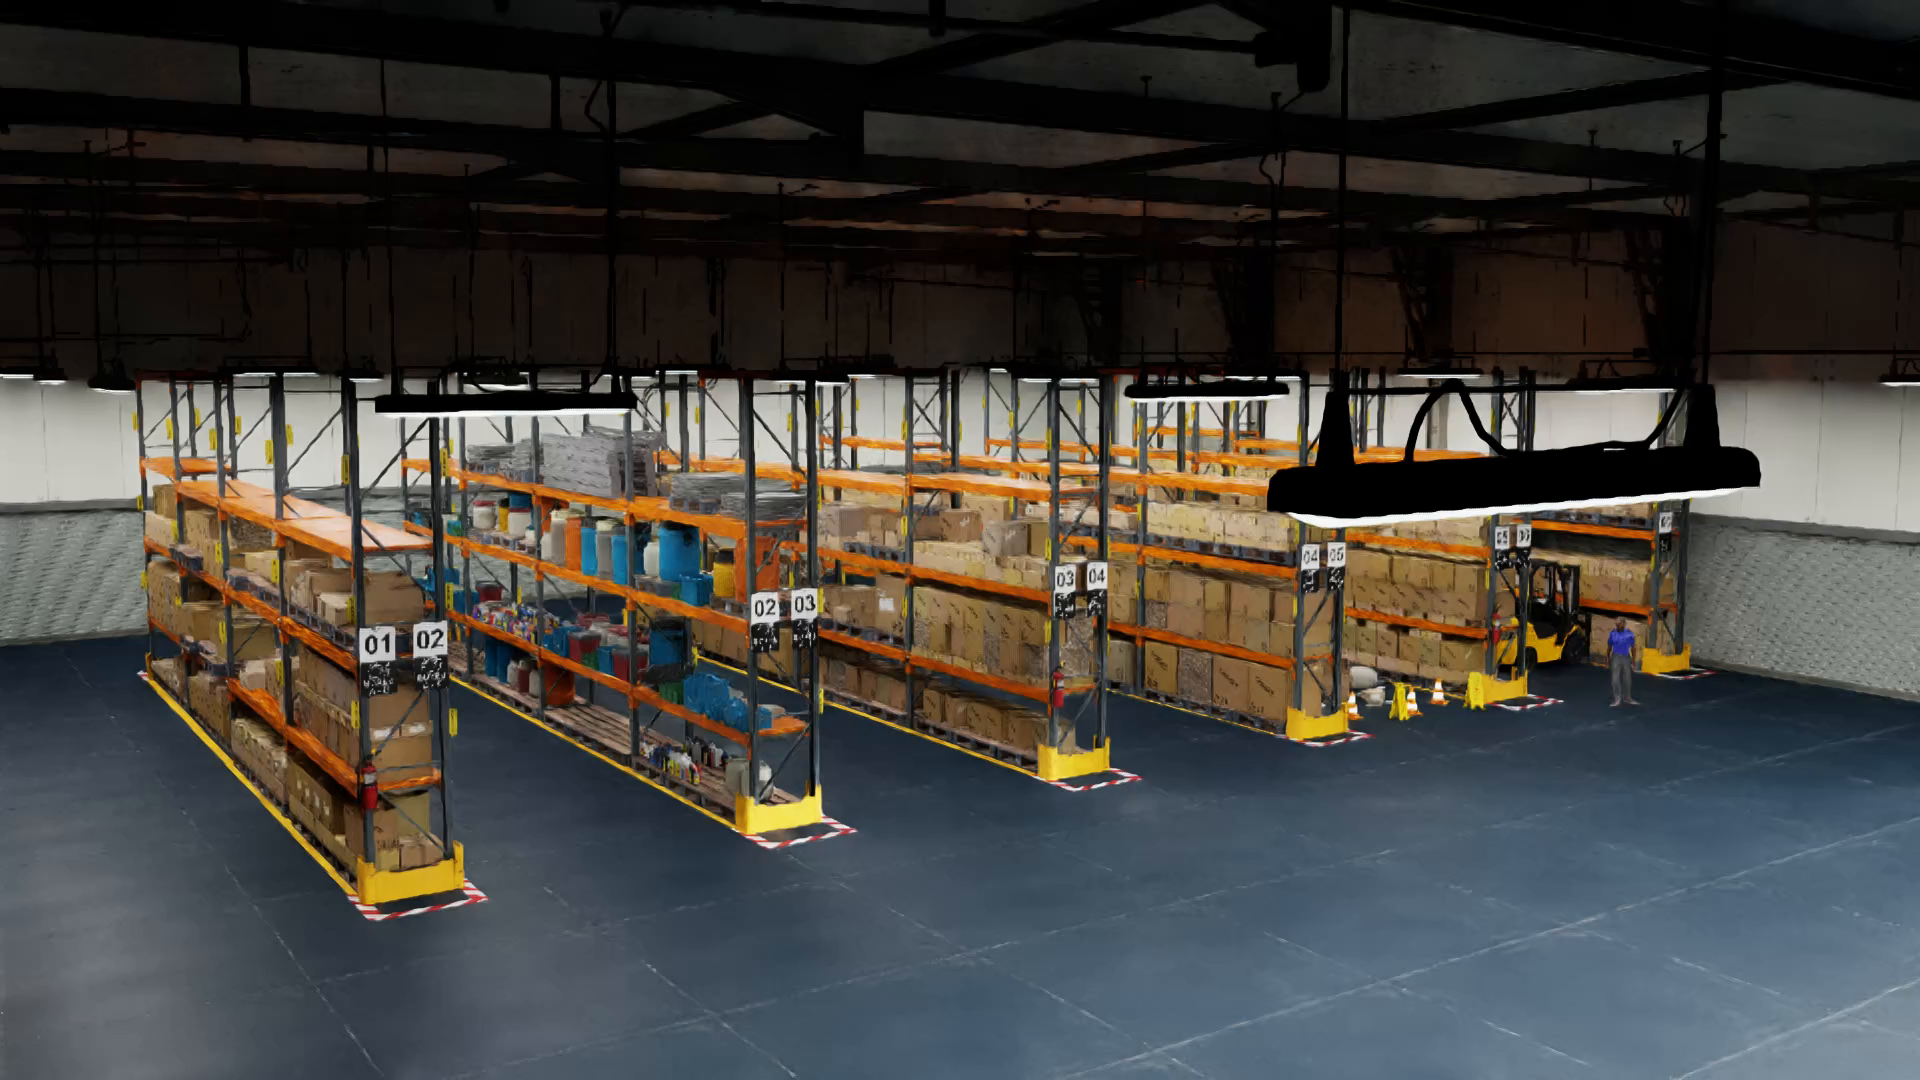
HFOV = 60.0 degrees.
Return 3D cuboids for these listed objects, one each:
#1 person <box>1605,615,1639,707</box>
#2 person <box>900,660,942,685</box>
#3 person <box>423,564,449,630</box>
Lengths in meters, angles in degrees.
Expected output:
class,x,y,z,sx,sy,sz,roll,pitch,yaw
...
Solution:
class,x,y,z,sx,sy,sz,roll,pitch,yaw
person,11.898,2.157,29.855,0.571,1.650,0.534,3,7,28
person,-0.813,1.936,31.583,0.542,1.645,1.126,-4,8,-31
person,-11.814,1.338,37.038,0.930,1.636,0.528,4,7,29
